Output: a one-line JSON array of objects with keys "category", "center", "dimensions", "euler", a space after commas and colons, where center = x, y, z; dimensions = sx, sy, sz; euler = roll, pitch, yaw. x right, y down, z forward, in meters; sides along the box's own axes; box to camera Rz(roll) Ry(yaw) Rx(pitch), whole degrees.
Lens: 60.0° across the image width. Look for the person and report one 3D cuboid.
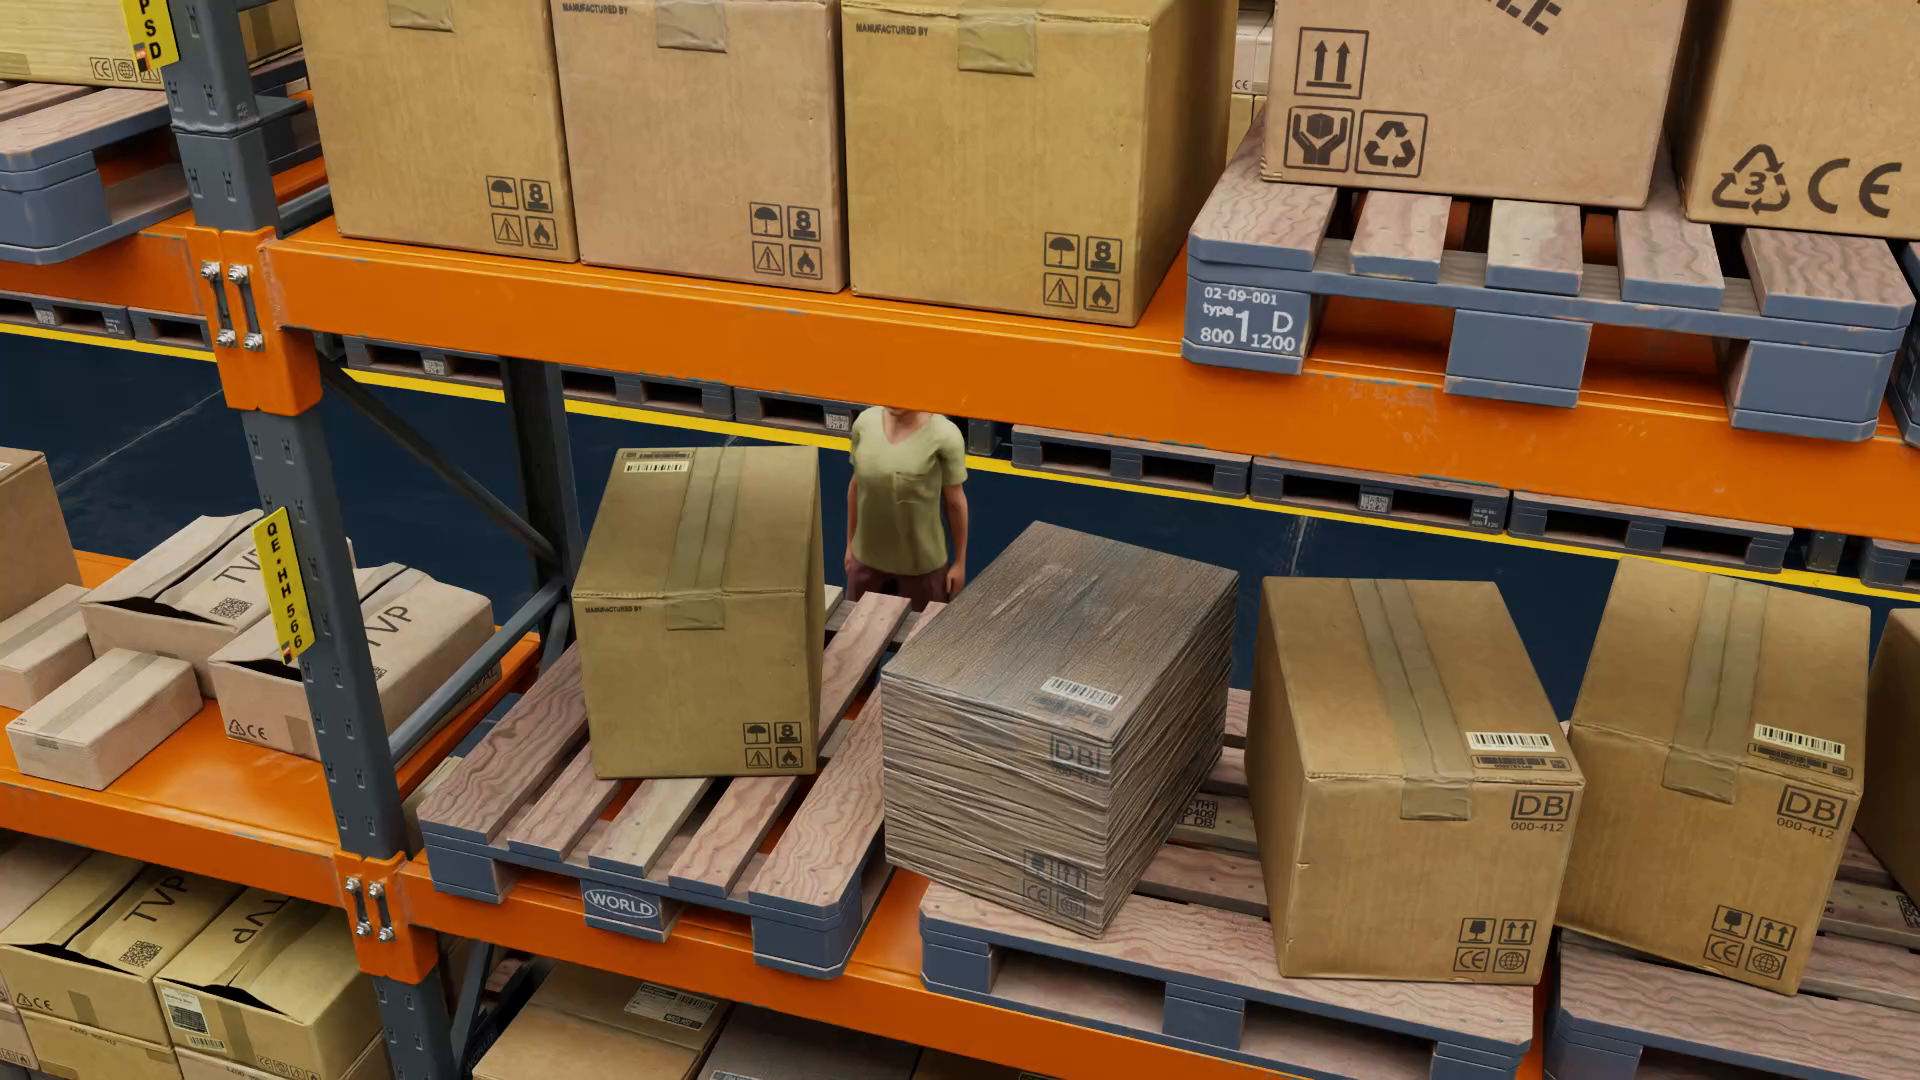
[{"category": "person", "center": [-0.241, 0.078, 5.983], "dimensions": [0.509, 1.666, 0.439], "euler": [12, 31, 20]}]
